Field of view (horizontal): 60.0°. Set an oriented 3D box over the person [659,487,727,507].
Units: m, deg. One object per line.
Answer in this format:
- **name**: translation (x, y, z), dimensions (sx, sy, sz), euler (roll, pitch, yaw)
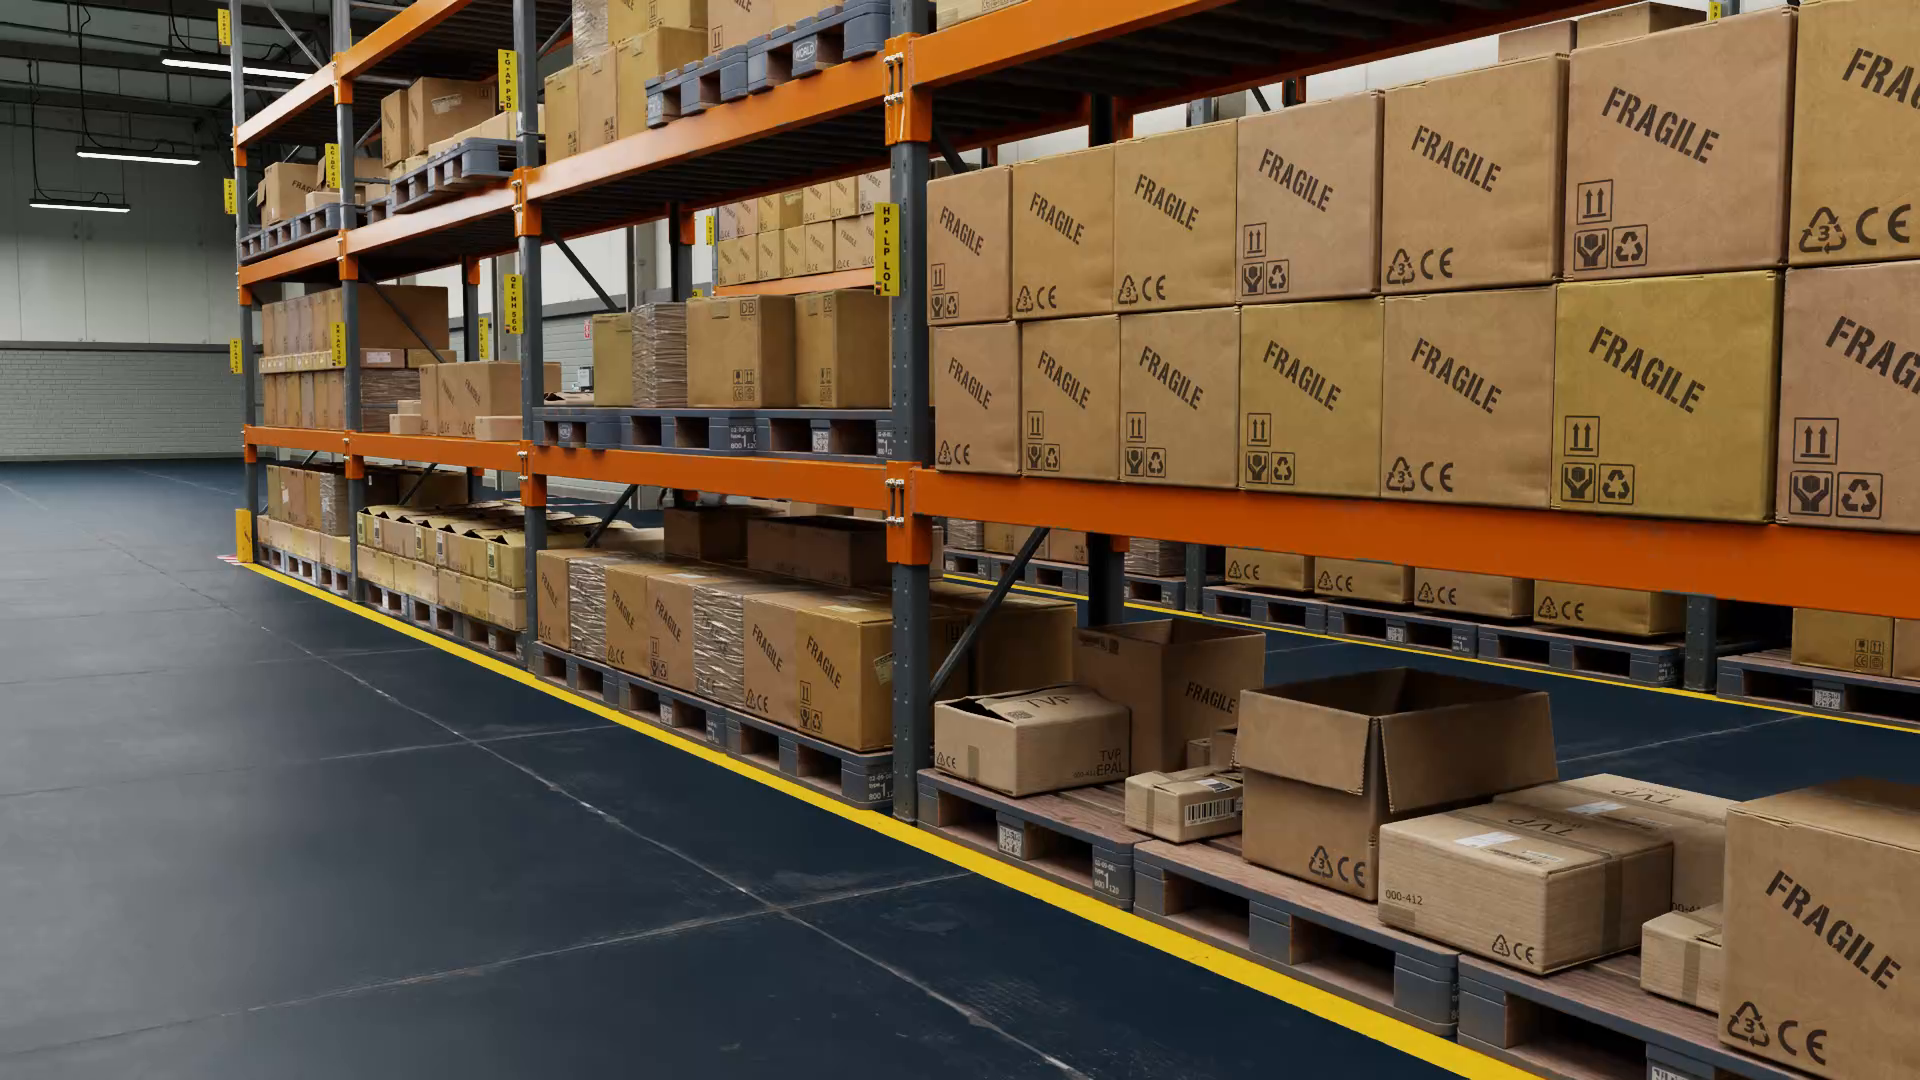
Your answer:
- **person**: translation (-2.056, -0.368, 12.713), dimensions (0.457, 1.638, 0.960), euler (-3, 6, -31)
